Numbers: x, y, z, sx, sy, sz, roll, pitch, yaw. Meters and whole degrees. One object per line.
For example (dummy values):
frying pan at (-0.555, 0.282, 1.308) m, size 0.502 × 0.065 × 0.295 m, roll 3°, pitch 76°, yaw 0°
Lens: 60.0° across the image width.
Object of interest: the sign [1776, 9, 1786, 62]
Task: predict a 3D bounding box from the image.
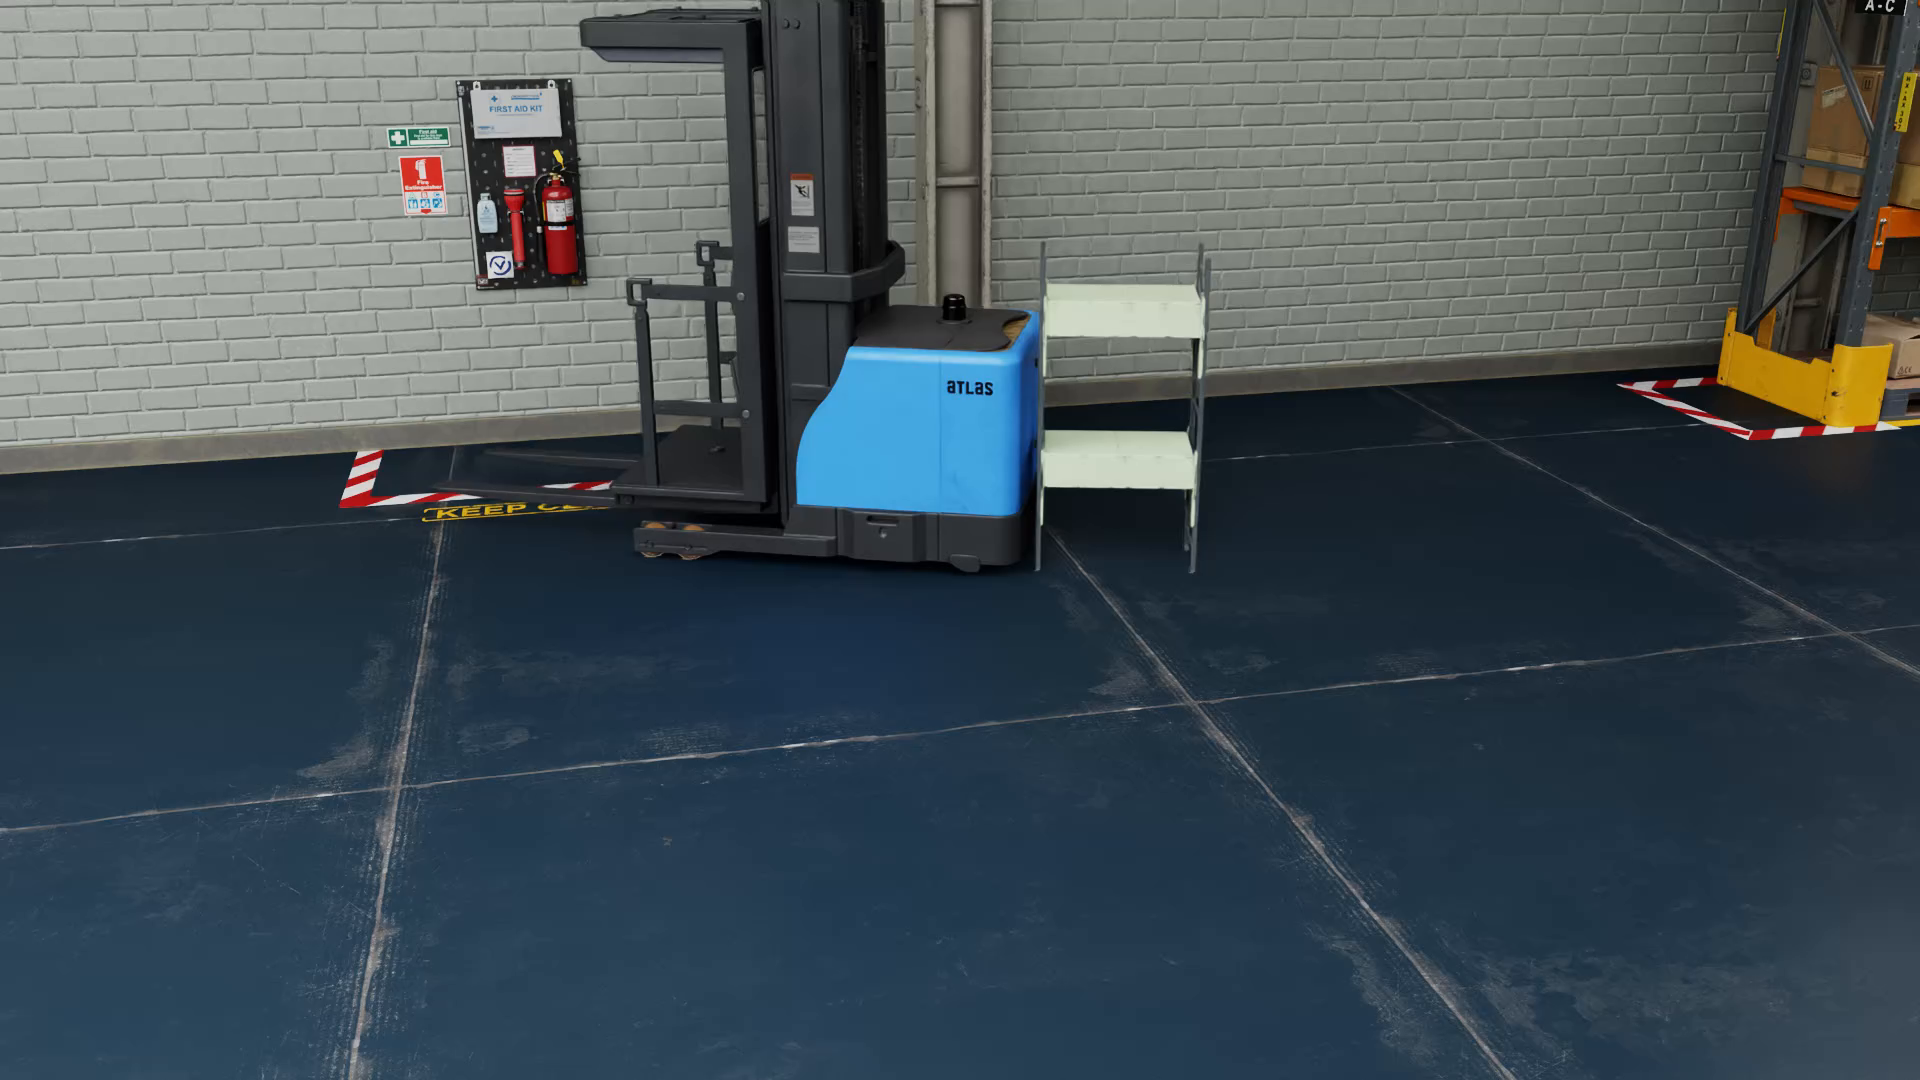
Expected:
sign at (5.210, -3.177, 10.483) m, size 0.005 × 0.325 × 0.100 m, roll -5°, pitch 21°, yaw -12°

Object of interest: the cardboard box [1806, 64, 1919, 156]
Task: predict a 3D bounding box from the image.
cardboard box at (5.728, -2.697, 10.414) m, size 0.500 × 0.500 × 0.500 m, roll -5°, pitch 21°, yaw -13°

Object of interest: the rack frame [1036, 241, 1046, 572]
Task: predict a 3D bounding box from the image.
rack frame at (0.379, -0.621, 7.830) m, size 0.023 × 1.500 × 0.400 m, roll 1°, pitch 20°, yaw 2°

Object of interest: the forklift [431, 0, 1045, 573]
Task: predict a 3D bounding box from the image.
forklift at (-1.126, -1.452, 8.018) m, size 3.031 × 2.935 × 1.130 m, roll 4°, pitch 20°, yaw 10°

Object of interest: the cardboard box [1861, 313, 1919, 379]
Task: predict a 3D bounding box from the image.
cardboard box at (6.012, -1.266, 10.679) m, size 0.500 × 0.311 × 0.500 m, roll -7°, pitch 21°, yaw -19°

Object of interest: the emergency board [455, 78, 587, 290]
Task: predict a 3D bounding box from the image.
emergency board at (-2.453, -1.984, 9.371) m, size 0.643 × 1.169 × 0.194 m, roll -5°, pitch 21°, yaw -12°

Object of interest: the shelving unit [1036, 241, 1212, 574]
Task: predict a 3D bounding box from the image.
shelving unit at (0.745, -0.616, 7.815) m, size 0.755 × 1.500 × 0.431 m, roll 1°, pitch 20°, yaw 2°

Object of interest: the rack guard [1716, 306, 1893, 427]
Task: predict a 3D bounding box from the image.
rack guard at (5.392, -1.129, 10.671) m, size 0.348 × 0.500 × 1.175 m, roll -5°, pitch 21°, yaw -12°

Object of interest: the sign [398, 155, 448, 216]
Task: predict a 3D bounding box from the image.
sign at (-3.015, -1.992, 9.339) m, size 0.234 × 0.329 × 0.001 m, roll -5°, pitch 21°, yaw -12°

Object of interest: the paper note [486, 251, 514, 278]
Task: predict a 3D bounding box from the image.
paper note at (-2.641, -1.580, 9.547) m, size 0.142 × 0.148 × 0.016 m, roll -5°, pitch 21°, yaw -12°

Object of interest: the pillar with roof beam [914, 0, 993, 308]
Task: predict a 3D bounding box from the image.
pillar with roof beam at (0.952, -3.543, 4.904) m, size 0.400 × 9.000 × 9.100 m, roll -5°, pitch 21°, yaw -12°

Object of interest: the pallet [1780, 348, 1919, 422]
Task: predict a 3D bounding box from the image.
pallet at (6.190, -1.046, 10.864) m, size 1.213 × 0.211 × 1.003 m, roll -5°, pitch 21°, yaw -12°

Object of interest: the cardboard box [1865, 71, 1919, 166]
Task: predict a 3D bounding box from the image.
cardboard box at (5.851, -2.525, 9.946) m, size 0.500 × 0.500 × 0.500 m, roll -5°, pitch 21°, yaw -12°

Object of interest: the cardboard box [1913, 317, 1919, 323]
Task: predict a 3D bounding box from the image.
cardboard box at (6.567, -1.311, 10.802) m, size 0.500 × 0.311 × 0.500 m, roll -3°, pitch 20°, yaw -8°

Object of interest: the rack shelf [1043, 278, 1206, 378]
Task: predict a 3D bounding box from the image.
rack shelf at (0.745, -0.982, 7.680) m, size 0.720 × 0.370 × 0.431 m, roll 1°, pitch 20°, yaw 2°

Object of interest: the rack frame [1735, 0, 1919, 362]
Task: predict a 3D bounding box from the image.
rack frame at (5.318, -2.297, 10.225) m, size 0.127 × 3.000 × 1.000 m, roll -5°, pitch 21°, yaw -12°

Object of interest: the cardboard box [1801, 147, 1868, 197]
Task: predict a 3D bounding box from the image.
cardboard box at (5.728, -2.338, 10.525) m, size 0.500 × 0.250 × 0.500 m, roll -4°, pitch 21°, yaw -12°

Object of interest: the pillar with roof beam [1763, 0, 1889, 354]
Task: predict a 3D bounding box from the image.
pillar with roof beam at (6.791, -4.018, 6.201) m, size 0.400 × 9.000 × 9.100 m, roll -5°, pitch 21°, yaw -12°

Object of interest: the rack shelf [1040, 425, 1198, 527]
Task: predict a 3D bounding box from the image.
rack shelf at (0.745, -0.309, 7.927) m, size 0.720 × 0.370 × 0.431 m, roll 1°, pitch 20°, yaw 2°

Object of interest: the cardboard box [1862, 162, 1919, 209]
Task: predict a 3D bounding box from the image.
cardboard box at (5.866, -2.168, 10.062) m, size 0.500 × 0.250 × 0.500 m, roll -5°, pitch 21°, yaw -14°

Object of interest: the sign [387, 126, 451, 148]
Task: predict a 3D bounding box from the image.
sign at (-3.008, -2.238, 9.241) m, size 0.331 × 0.109 × 0.001 m, roll -5°, pitch 21°, yaw -12°

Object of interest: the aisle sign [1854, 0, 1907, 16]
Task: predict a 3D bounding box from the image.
aisle sign at (5.317, -3.412, 9.488) m, size 0.004 × 0.787 × 0.394 m, roll -5°, pitch 21°, yaw -12°

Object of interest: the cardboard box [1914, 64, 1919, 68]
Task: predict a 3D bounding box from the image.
cardboard box at (6.220, -2.733, 10.514) m, size 0.500 × 0.500 × 0.500 m, roll -4°, pitch 21°, yaw -12°

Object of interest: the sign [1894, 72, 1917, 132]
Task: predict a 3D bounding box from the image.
sign at (5.443, -2.522, 9.580) m, size 0.005 × 0.325 × 0.100 m, roll -5°, pitch 21°, yaw -12°

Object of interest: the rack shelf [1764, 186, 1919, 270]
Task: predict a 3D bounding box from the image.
rack shelf at (7.264, -2.118, 10.780) m, size 4.000 × 0.370 × 1.077 m, roll -5°, pitch 21°, yaw -12°

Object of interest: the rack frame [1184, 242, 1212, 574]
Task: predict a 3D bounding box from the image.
rack frame at (1.111, -0.610, 7.799) m, size 0.023 × 1.500 × 0.400 m, roll 1°, pitch 20°, yaw 2°
